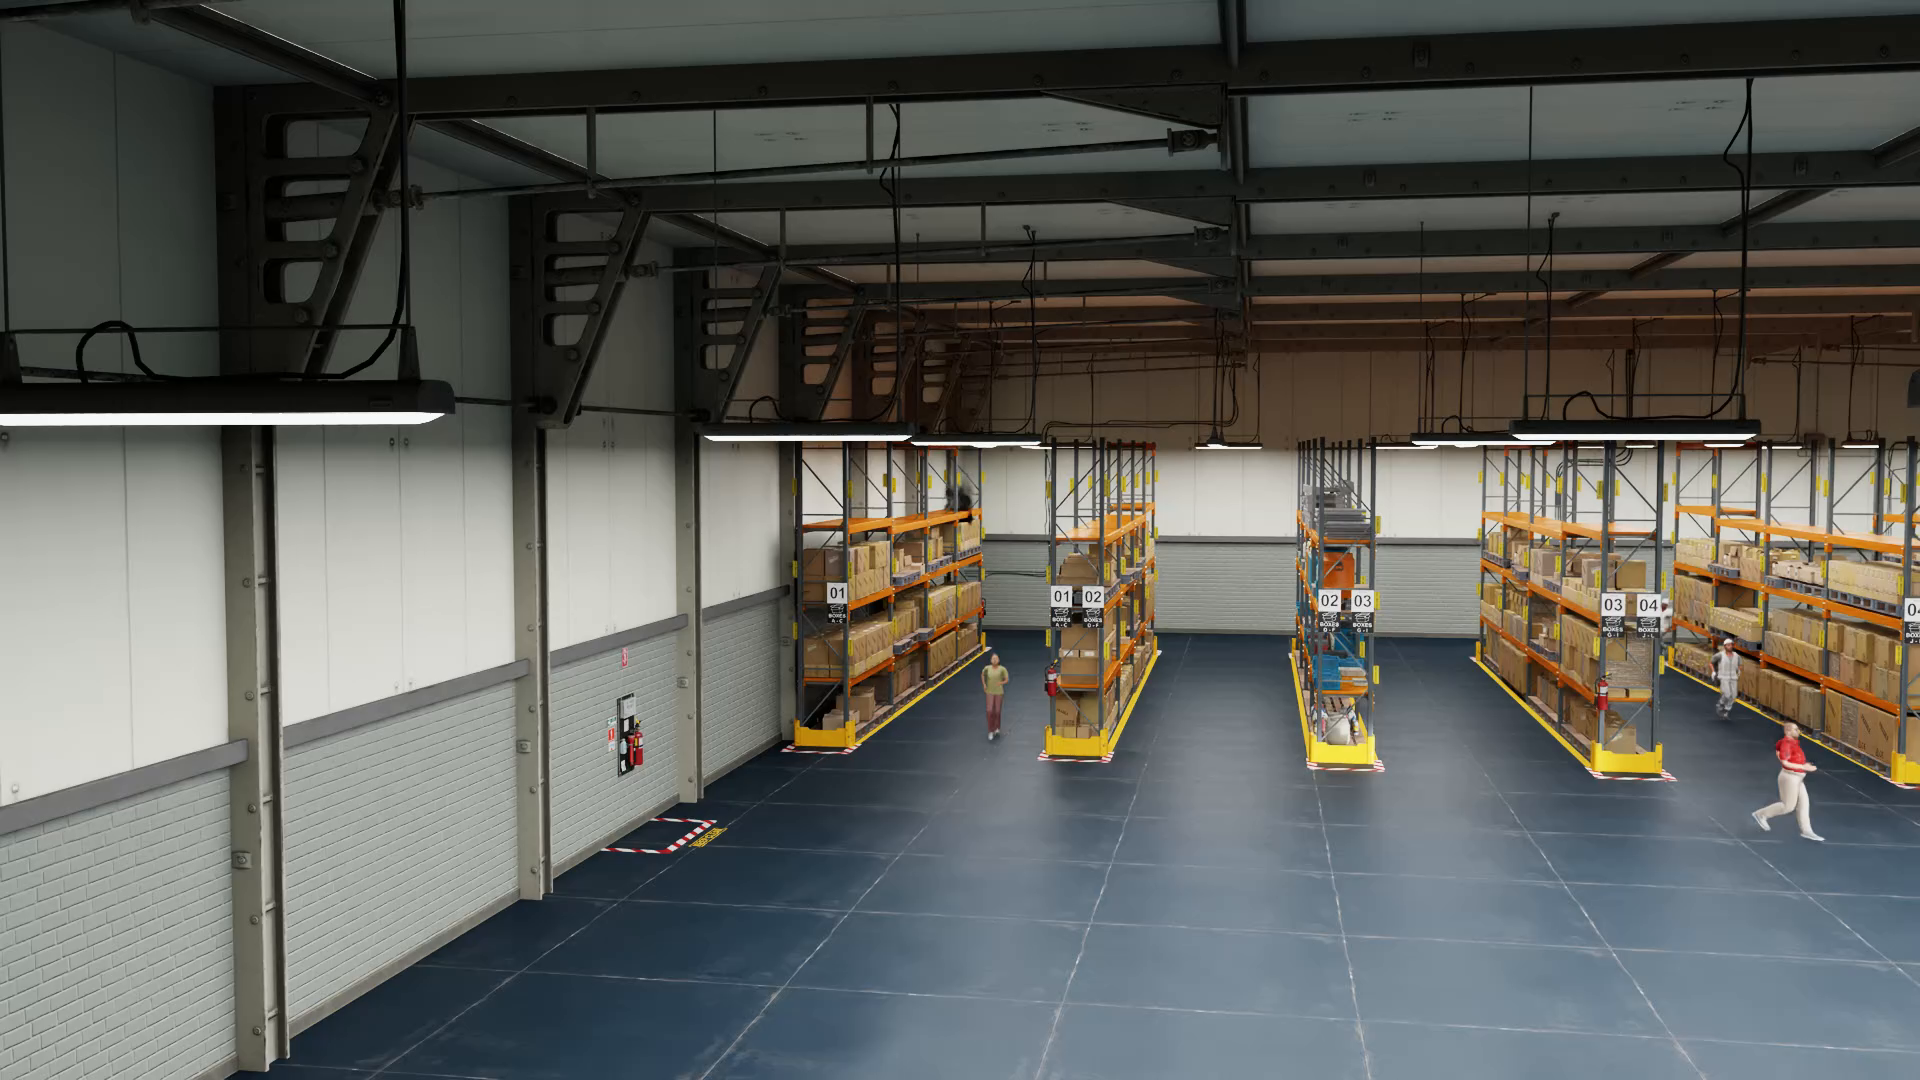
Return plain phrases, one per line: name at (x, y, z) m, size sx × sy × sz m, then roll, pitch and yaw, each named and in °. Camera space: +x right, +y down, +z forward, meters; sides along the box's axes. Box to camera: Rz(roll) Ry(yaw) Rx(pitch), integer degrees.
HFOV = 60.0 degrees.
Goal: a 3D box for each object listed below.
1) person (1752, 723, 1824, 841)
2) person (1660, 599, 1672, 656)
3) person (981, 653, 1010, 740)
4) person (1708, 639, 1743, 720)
person at (12.255, 3.559, 24.569) m, size 0.954 × 1.720 × 0.664 m, roll 2°, pitch 4°, yaw 34°
person at (19.226, 2.454, 45.557) m, size 0.860 × 1.718 × 0.763 m, roll -1°, pitch 3°, yaw -14°
person at (0.706, 3.121, 33.397) m, size 0.580 × 1.716 × 0.732 m, roll 0°, pitch 3°, yaw 4°
person at (16.301, 2.970, 35.262) m, size 0.645 × 1.741 × 0.606 m, roll 0°, pitch 3°, yaw 1°
